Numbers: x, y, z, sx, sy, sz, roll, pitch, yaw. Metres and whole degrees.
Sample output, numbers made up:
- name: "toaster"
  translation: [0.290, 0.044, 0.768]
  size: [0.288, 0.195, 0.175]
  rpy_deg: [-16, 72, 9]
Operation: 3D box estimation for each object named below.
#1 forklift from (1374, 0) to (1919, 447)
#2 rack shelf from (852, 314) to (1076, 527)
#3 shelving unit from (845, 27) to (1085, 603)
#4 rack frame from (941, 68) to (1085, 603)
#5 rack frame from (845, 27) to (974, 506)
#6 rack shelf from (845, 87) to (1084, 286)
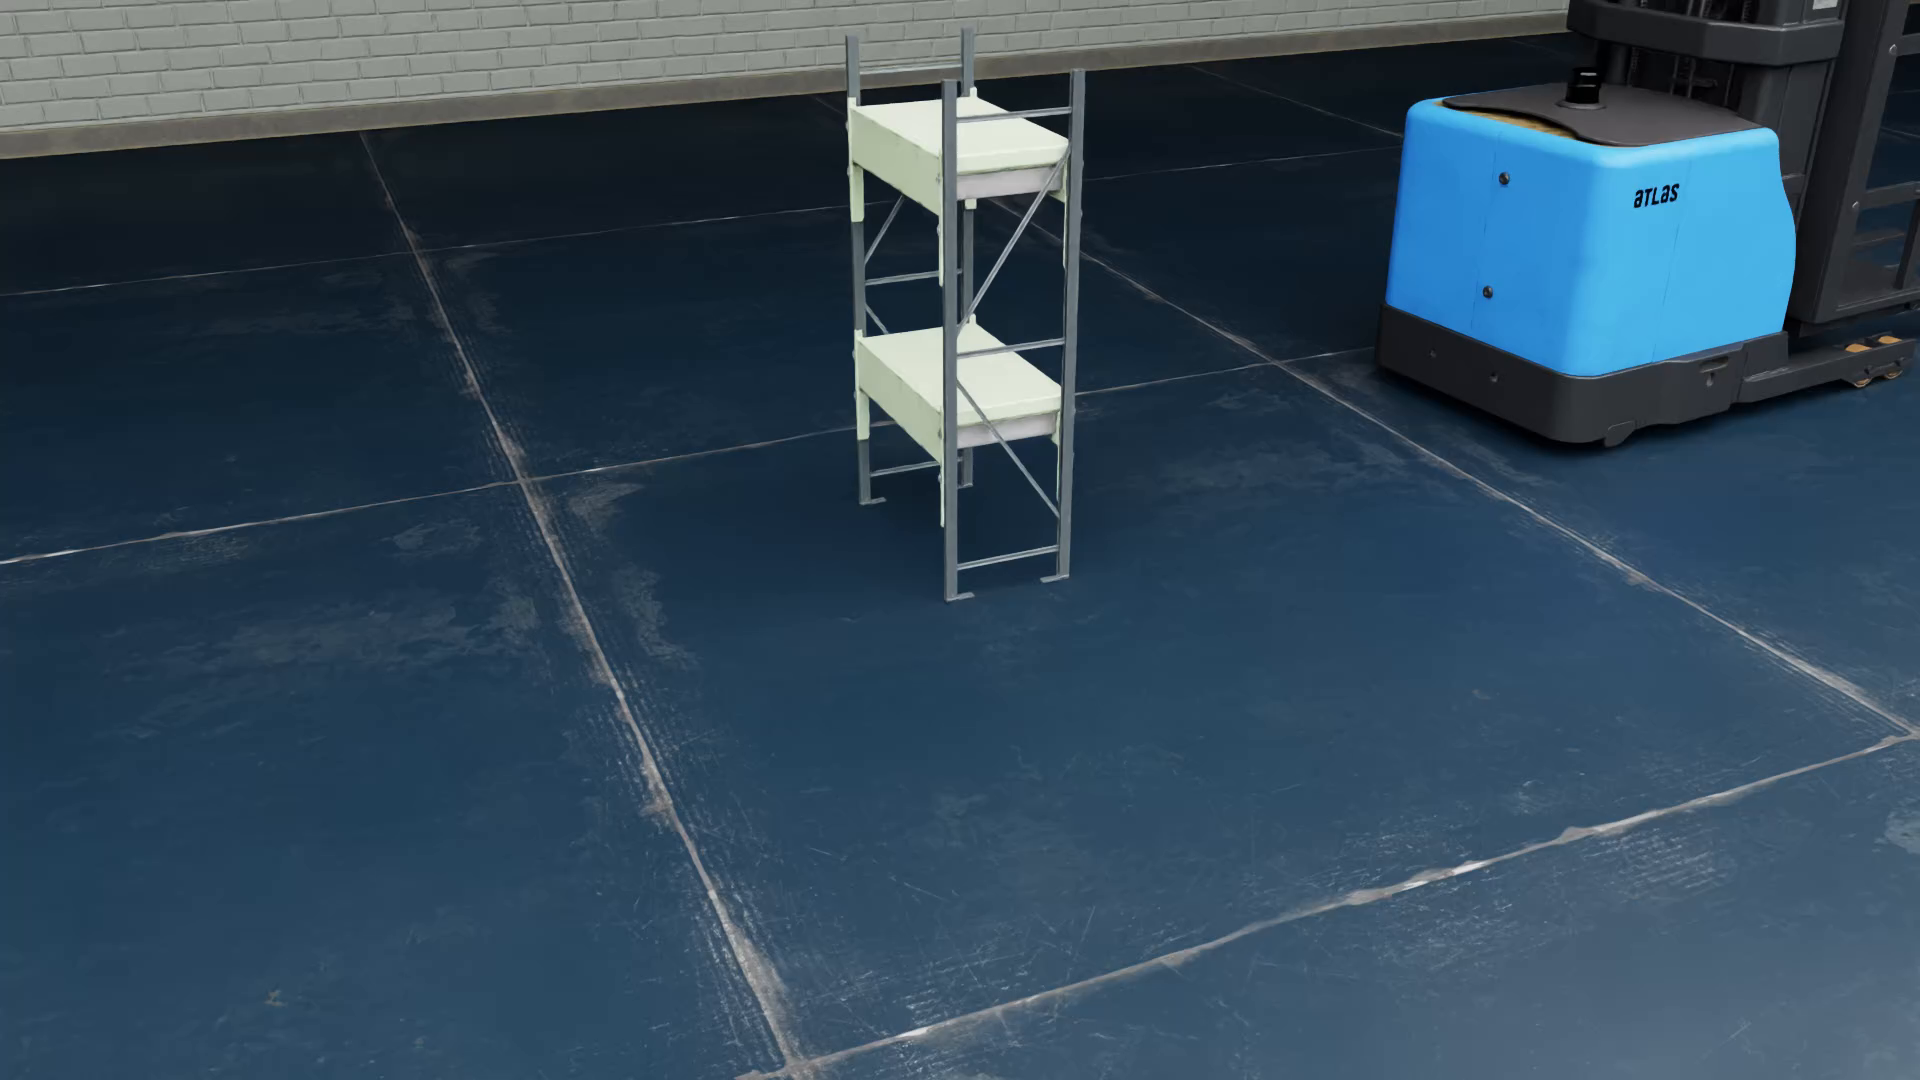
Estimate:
- name: "forklift"
  translation: [3.165, -2.097, 6.205]
  size: [3.031, 2.935, 1.130]
  rpy_deg: [-14, 29, -26]
- name: "rack shelf"
  translation: [-0.003, -0.384, 5.069]
  size: [0.431, 0.370, 0.720]
  rpy_deg: [-11, 28, -21]
- name: "shelving unit"
  translation: [-0.003, -0.677, 4.926]
  size: [0.431, 1.500, 0.755]
  rpy_deg: [-11, 28, -21]
- name: "rack frame"
  translation: [0.141, -0.529, 4.624]
  size: [0.400, 1.500, 0.023]
  rpy_deg: [-11, 28, -21]
- name: "rack frame"
  translation: [-0.146, -0.824, 5.229]
  size: [0.400, 1.500, 0.023]
  rpy_deg: [-11, 28, -21]
- name: "rack shelf"
  translation: [-0.003, -1.027, 4.755]
  size: [0.431, 0.370, 0.720]
  rpy_deg: [-11, 28, -21]
